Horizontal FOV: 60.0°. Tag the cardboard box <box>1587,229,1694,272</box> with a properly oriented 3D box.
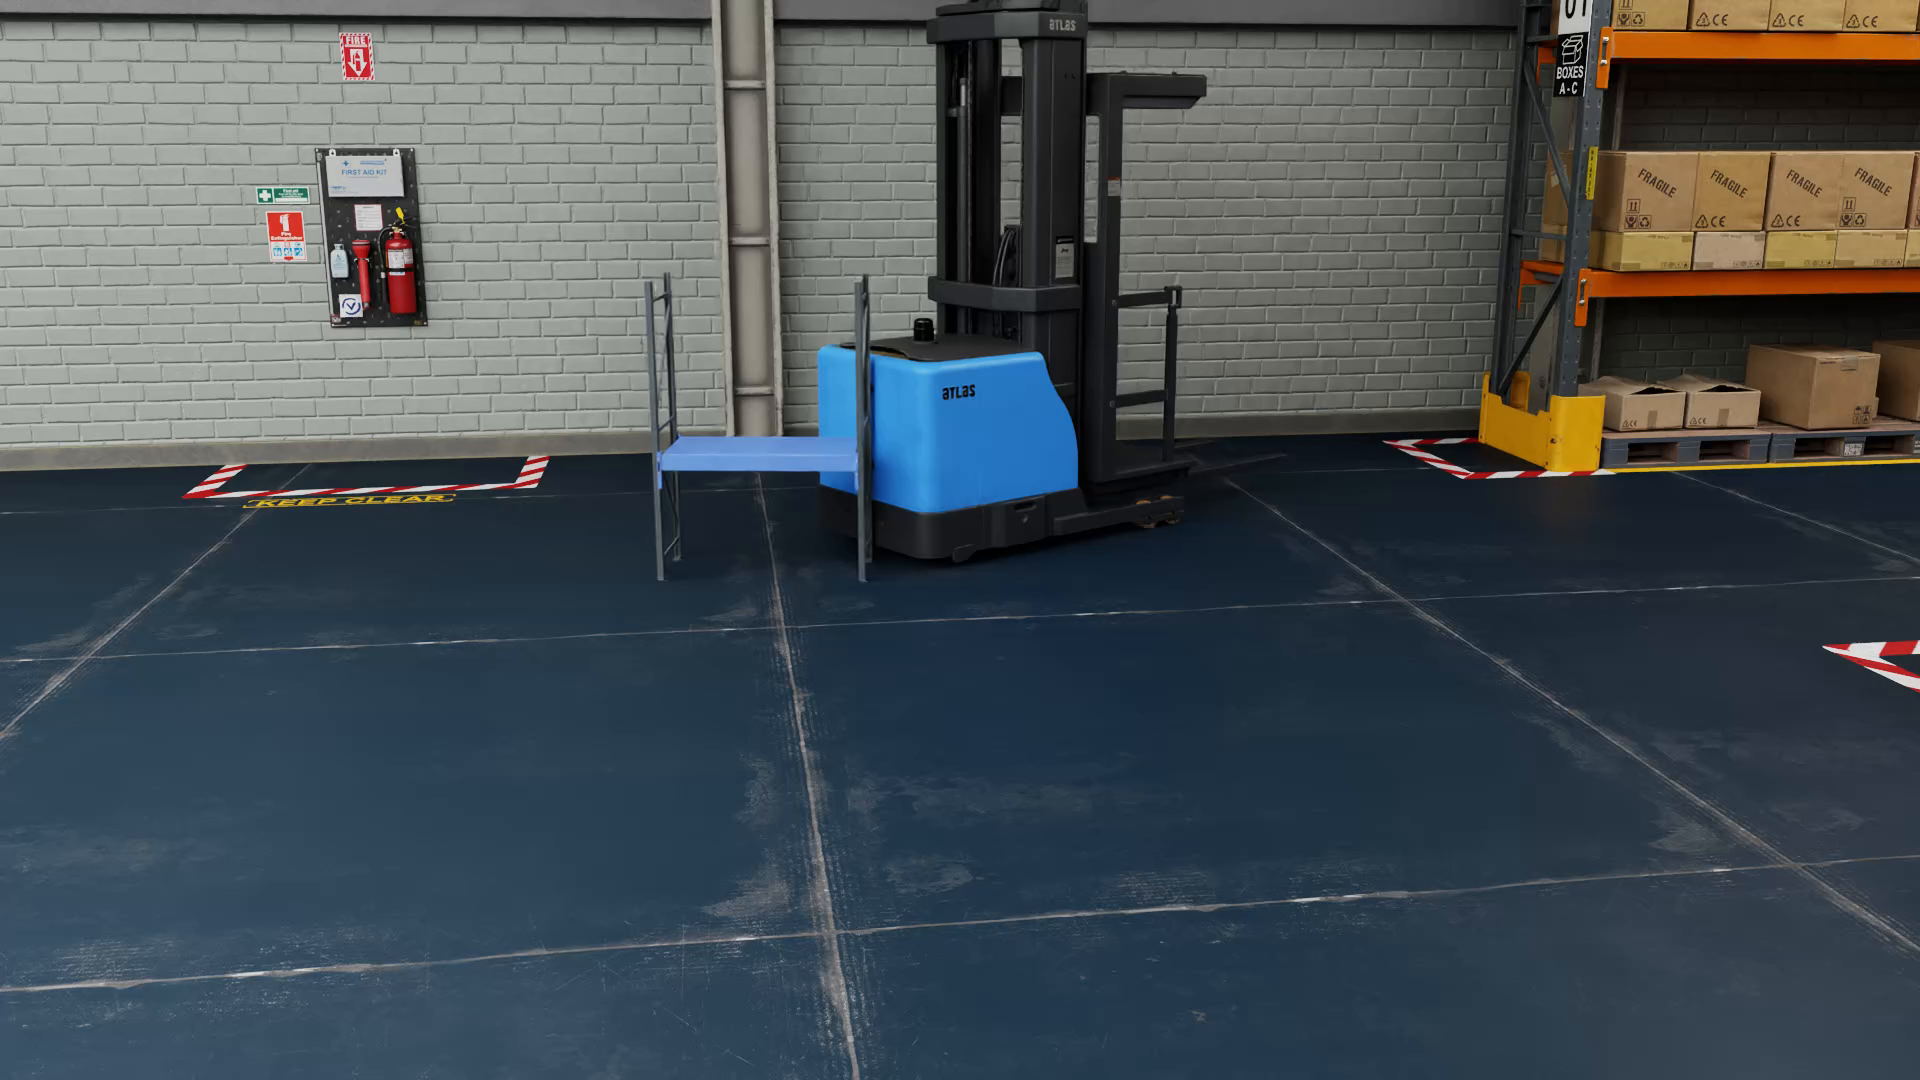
[{"bbox_3d":[4.467,-1.924,10.994,0.500,0.250,0.500,-3,14,-10],"label":"cardboard box"}]

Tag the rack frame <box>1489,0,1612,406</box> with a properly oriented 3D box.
[{"bbox_3d":[3.937,-2.046,11.212,0.127,3.000,1.000,-2,14,-8],"label":"rack frame"}]

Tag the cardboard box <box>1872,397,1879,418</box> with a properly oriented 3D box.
[{"bbox_3d":[6.308,-0.968,11.872,0.250,0.149,0.380,-3,14,-13],"label":"cardboard box"}]

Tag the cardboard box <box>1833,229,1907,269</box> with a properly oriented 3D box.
[{"bbox_3d":[5.983,-1.981,11.222,0.500,0.250,0.500,-2,14,-8],"label":"cardboard box"}]

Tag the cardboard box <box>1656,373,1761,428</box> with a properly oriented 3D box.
[{"bbox_3d":[5.199,-0.979,11.582,0.500,0.311,0.500,-1,14,-4],"label":"cardboard box"}]

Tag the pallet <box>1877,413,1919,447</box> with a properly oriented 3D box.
[{"bbox_3d":[7.234,-0.805,11.998,1.213,0.211,1.003,-2,14,-8],"label":"pallet"}]

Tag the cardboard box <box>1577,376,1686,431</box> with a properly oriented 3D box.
[{"bbox_3d":[4.635,-0.958,11.499,0.500,0.311,0.500,-4,15,-15],"label":"cardboard box"}]

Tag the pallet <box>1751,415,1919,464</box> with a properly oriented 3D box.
[{"bbox_3d":[6.025,-0.760,11.819,1.213,0.211,1.003,-2,14,-8],"label":"pallet"}]

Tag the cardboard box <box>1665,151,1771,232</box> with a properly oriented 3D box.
[{"bbox_3d":[4.944,-2.307,10.979,0.500,0.500,0.500,-2,14,-8],"label":"cardboard box"}]

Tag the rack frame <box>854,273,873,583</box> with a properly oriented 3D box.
[{"bbox_3d":[-0.486,-0.573,8.425,0.032,1.500,0.500,0,14,1],"label":"rack frame"}]

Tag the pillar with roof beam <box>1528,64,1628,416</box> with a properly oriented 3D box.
[{"bbox_3d":[5.142,-4.153,7.284,0.400,9.000,9.100,-2,14,-8],"label":"pillar with roof beam"}]

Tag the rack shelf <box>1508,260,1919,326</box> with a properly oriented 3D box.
[{"bbox_3d":[5.915,-1.769,11.589,4.000,0.370,1.077,-2,14,-8],"label":"rack shelf"}]

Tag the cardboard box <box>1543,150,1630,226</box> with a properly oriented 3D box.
[{"bbox_3d":[4.372,-2.415,11.409,0.500,0.500,0.500,-2,14,-9],"label":"cardboard box"}]

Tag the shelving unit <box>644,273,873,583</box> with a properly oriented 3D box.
[{"bbox_3d":[-0.994,-0.577,8.437,1.048,1.500,0.538,0,14,1],"label":"shelving unit"}]

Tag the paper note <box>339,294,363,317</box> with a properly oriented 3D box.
[{"bbox_3d":[-4.067,-1.564,11.103,0.142,0.148,0.016,-2,14,-8],"label":"paper note"}]

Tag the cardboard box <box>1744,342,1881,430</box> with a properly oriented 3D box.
[{"bbox_3d":[5.931,-1.085,11.617,0.500,0.500,0.700,-3,14,-12],"label":"cardboard box"}]

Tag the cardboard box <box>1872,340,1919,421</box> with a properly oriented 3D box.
[{"bbox_3d":[6.872,-1.144,11.852,0.500,0.500,0.500,-3,14,-13],"label":"cardboard box"}]

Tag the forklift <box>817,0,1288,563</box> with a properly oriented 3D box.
[{"bbox_3d":[0.674,-1.572,9.466,3.031,2.935,1.130,-11,18,-38],"label":"forklift"}]

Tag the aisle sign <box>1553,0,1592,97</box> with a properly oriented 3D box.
[{"bbox_3d":[3.911,-3.232,10.598,0.004,0.787,0.394,-2,14,-8],"label":"aisle sign"}]

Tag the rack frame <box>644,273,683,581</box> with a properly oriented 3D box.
[{"bbox_3d":[-1.503,-0.580,8.450,0.032,1.500,0.500,0,14,1],"label":"rack frame"}]

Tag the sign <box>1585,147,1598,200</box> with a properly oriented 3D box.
[{"bbox_3d":[4.018,-2.335,10.587,0.005,0.325,0.100,-2,14,-8],"label":"sign"}]

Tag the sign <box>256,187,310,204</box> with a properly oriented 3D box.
[{"bbox_3d":[-4.438,-2.258,10.898,0.331,0.109,0.001,-2,14,-8],"label":"sign"}]

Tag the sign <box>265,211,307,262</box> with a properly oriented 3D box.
[{"bbox_3d":[-4.444,-2.003,10.970,0.234,0.329,0.001,-2,14,-8],"label":"sign"}]

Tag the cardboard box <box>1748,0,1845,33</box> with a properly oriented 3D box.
[{"bbox_3d":[5.354,-3.541,10.763,0.500,0.500,0.500,-1,14,-6],"label":"cardboard box"}]

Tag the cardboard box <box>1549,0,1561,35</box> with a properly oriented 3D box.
[{"bbox_3d":[4.312,-3.635,11.136,0.500,0.500,0.500,-1,14,-4],"label":"cardboard box"}]

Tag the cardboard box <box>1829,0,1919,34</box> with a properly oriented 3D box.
[{"bbox_3d":[5.881,-3.566,10.861,0.500,0.500,0.500,-1,14,-5],"label":"cardboard box"}]

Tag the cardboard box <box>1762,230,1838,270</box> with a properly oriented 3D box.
[{"bbox_3d":[5.483,-1.963,11.151,0.500,0.250,0.500,-2,14,-9],"label":"cardboard box"}]

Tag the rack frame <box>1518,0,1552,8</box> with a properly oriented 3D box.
[{"bbox_3d":[3.937,-4.956,10.482,0.127,3.000,1.000,-2,14,-8],"label":"rack frame"}]

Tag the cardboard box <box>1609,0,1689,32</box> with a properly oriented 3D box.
[{"bbox_3d":[4.305,-3.511,10.641,0.500,0.500,0.500,-2,14,-7],"label":"cardboard box"}]

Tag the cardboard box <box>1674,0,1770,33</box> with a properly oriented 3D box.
[{"bbox_3d":[4.842,-3.522,10.685,0.500,0.500,0.500,-1,14,-5],"label":"cardboard box"}]

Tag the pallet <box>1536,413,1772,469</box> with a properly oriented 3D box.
[{"bbox_3d":[4.821,-0.717,11.646,1.213,0.211,1.003,-2,14,-8],"label":"pallet"}]

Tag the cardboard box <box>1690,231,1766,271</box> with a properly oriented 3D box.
[{"bbox_3d":[4.978,-1.946,11.083,0.500,0.250,0.500,-3,14,-10],"label":"cardboard box"}]

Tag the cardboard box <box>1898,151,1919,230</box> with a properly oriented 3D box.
[{"bbox_3d":[6.479,-2.365,11.210,0.500,0.500,0.500,-3,14,-10],"label":"cardboard box"}]

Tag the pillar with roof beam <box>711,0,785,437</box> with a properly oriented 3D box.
[{"bbox_3d":[-0.791,-3.936,6.417,0.400,9.000,9.100,-2,14,-8],"label":"pillar with roof beam"}]

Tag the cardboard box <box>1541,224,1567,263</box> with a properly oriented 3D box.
[{"bbox_3d":[4.371,-2.046,11.482,0.500,0.250,0.500,-2,14,-7],"label":"cardboard box"}]

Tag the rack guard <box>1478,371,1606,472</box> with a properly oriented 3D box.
[{"bbox_3d":[4.012,-0.836,11.527,0.348,0.500,1.175,-2,14,-8],"label":"rack guard"}]

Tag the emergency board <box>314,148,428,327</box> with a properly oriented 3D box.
[{"bbox_3d":[-3.882,-1.981,10.956,0.643,1.169,0.194,-2,14,-8],"label":"emergency board"}]

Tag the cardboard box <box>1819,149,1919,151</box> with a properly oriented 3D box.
[{"bbox_3d":[6.391,-2.490,11.709,0.500,0.500,0.500,-2,14,-7],"label":"cardboard box"}]

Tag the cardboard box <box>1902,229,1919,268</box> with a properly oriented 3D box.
[{"bbox_3d":[6.480,-1.999,11.295,0.500,0.250,0.500,-2,14,-9],"label":"cardboard box"}]

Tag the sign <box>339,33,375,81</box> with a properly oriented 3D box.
[{"bbox_3d":[-3.905,-3.129,10.768,0.199,0.298,0.001,-2,14,-8],"label":"sign"}]

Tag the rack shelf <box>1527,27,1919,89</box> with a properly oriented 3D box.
[{"bbox_3d":[5.915,-3.224,11.224,4.000,0.370,1.077,-2,14,-8],"label":"rack shelf"}]

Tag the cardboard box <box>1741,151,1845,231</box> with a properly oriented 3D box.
[{"bbox_3d":[5.456,-2.324,11.048,0.500,0.500,0.500,-3,14,-10],"label":"cardboard box"}]

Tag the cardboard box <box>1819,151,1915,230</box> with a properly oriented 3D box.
[{"bbox_3d":[5.965,-2.346,11.134,0.500,0.500,0.500,-2,14,-7],"label":"cardboard box"}]

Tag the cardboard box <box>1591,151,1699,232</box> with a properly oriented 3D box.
[{"bbox_3d":[4.454,-2.291,10.918,0.500,0.500,0.500,-2,14,-8],"label":"cardboard box"}]

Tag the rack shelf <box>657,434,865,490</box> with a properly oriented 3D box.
[{"bbox_3d":[-0.994,-0.402,8.481,1.000,0.185,0.538,0,14,1],"label":"rack shelf"}]

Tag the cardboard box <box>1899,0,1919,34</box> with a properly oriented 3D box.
[{"bbox_3d":[6.386,-3.581,10.923,0.500,0.500,0.500,-3,14,-11],"label":"cardboard box"}]
